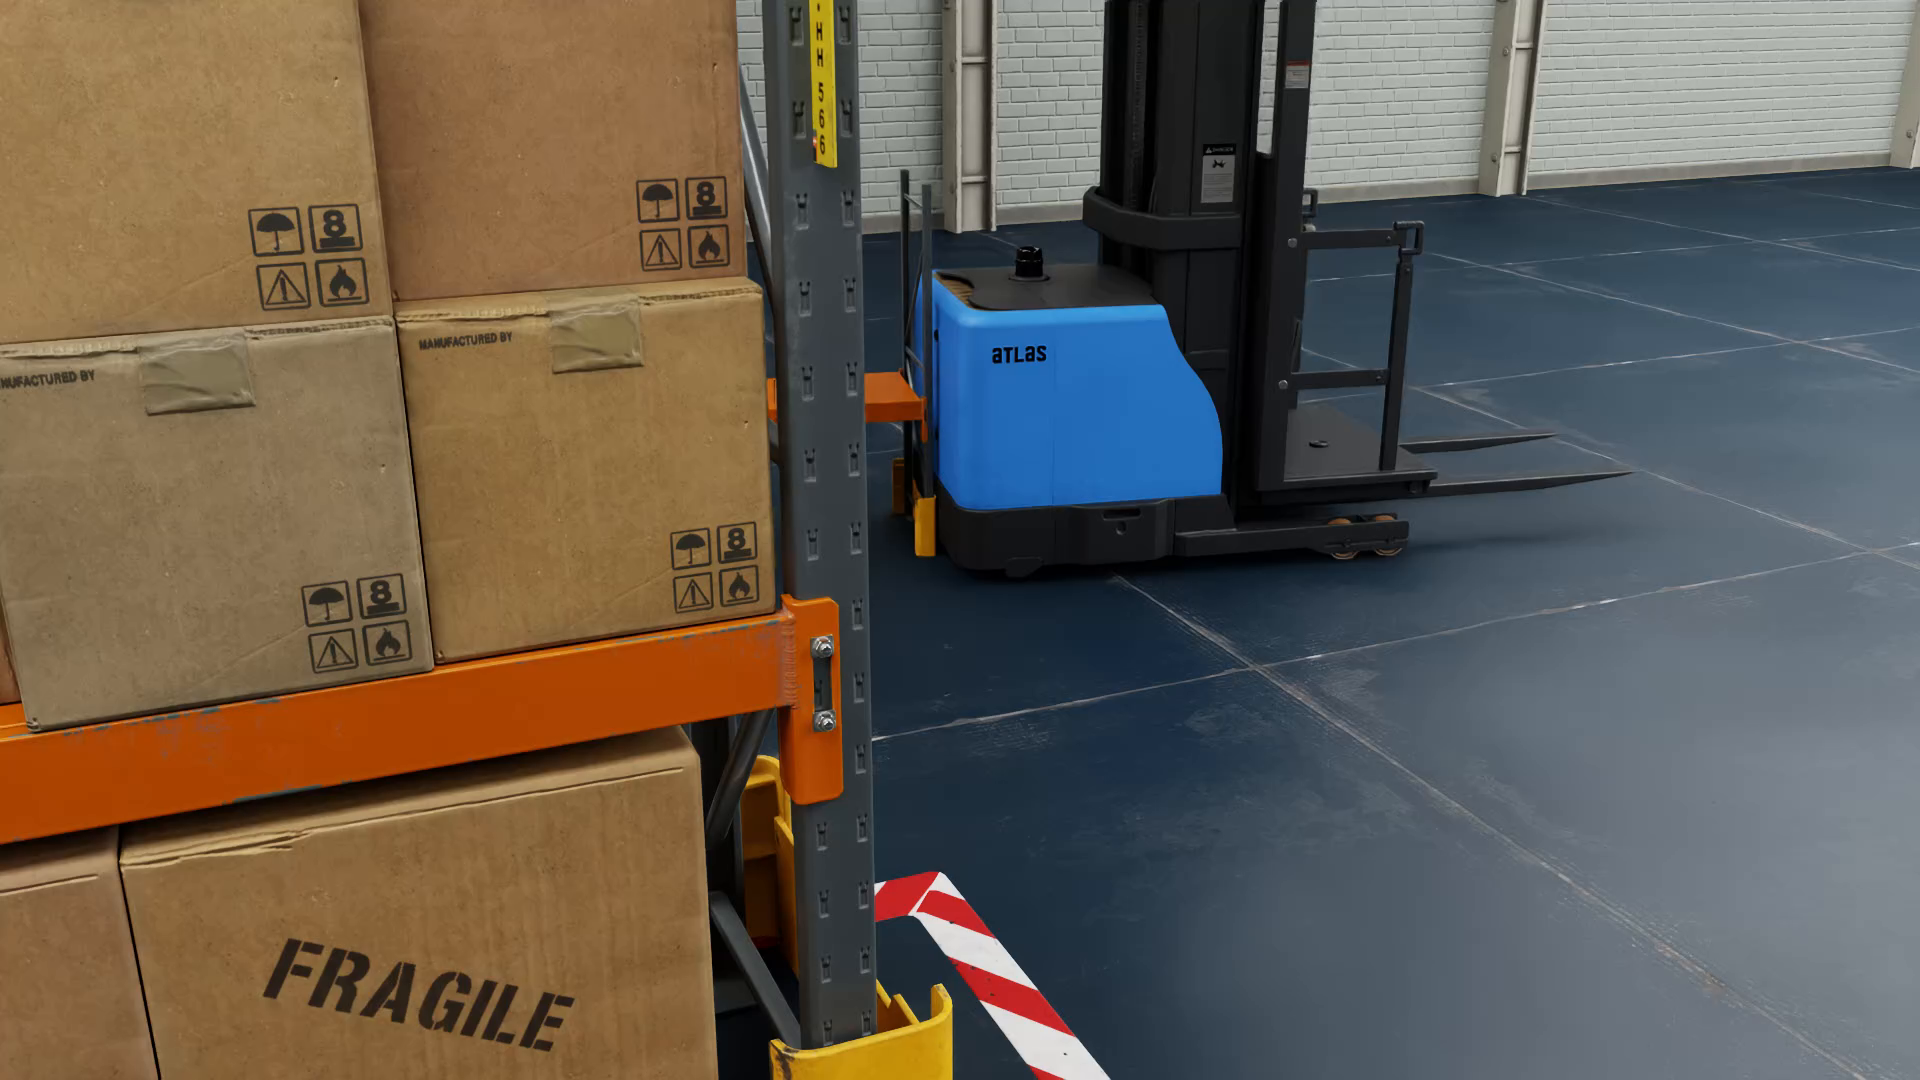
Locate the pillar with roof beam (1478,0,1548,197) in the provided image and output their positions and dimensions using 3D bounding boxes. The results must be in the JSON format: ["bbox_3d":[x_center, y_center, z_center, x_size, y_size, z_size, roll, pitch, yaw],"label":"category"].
[{"bbox_3d":[7.299,-6.513,11.969,0.400,9.000,9.100,-8,21,-22],"label":"pillar with roof beam"}]

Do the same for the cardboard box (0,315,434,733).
[{"bbox_3d":[-1.224,-0.154,2.716,0.550,0.550,0.875,-8,21,-22],"label":"cardboard box"}]

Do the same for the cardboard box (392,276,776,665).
[{"bbox_3d":[-0.728,-0.233,2.940,0.550,0.550,0.875,-8,21,-22],"label":"cardboard box"}]

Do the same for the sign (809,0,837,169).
[{"bbox_3d":[-0.203,-0.715,2.436,0.005,0.325,0.100,-8,21,-22],"label":"sign"}]

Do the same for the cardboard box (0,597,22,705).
[{"bbox_3d":[-1.788,-0.118,2.616,0.550,0.550,0.875,-8,21,-22],"label":"cardboard box"}]

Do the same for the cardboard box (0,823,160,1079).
[{"bbox_3d":[-1.809,0.805,2.785,0.875,0.875,0.875,-9,21,-23],"label":"cardboard box"}]

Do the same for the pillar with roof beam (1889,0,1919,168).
[{"bbox_3d":[12.809,-7.302,14.211,0.400,9.000,9.100,-8,21,-22],"label":"pillar with roof beam"}]

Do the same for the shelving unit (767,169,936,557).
[{"bbox_3d":[-0.683,-0.698,6.746,1.083,1.500,0.587,-4,20,-12],"label":"shelving unit"}]

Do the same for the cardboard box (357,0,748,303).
[{"bbox_3d":[-0.761,-0.768,2.834,0.550,0.550,0.875,-8,21,-22],"label":"cardboard box"}]

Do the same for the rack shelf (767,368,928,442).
[{"bbox_3d":[-0.674,-0.529,6.808,1.000,0.185,0.538,-4,20,-12],"label":"rack shelf"}]

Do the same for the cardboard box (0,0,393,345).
[{"bbox_3d":[-1.230,-0.667,2.548,0.550,0.550,0.875,-8,21,-22],"label":"cardboard box"}]

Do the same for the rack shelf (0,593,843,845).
[{"bbox_3d":[-2.241,0.378,2.515,4.000,0.370,1.077,-8,21,-22],"label":"rack shelf"}]

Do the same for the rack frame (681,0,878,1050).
[{"bbox_3d":[-0.405,-0.225,3.143,0.127,3.000,1.000,-8,21,-22],"label":"rack frame"}]

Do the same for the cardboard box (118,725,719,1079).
[{"bbox_3d":[-1.001,0.689,3.116,0.875,0.875,0.875,-8,21,-22],"label":"cardboard box"}]

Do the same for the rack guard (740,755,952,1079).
[{"bbox_3d":[-0.383,0.951,3.567,0.348,0.500,1.175,-8,21,-22],"label":"rack guard"}]

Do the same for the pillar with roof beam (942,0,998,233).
[{"bbox_3d":[1.790,-5.723,9.728,0.400,9.000,9.100,-8,21,-22],"label":"pillar with roof beam"}]

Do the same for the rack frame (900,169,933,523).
[{"bbox_3d":[-0.178,-0.735,6.852,0.032,1.500,0.500,-4,20,-12],"label":"rack frame"}]

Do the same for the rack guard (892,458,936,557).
[{"bbox_3d":[-0.197,-0.144,7.055,0.087,0.250,0.587,-4,20,-12],"label":"rack guard"}]

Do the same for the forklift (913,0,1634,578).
[{"bbox_3d":[1.367,-1.468,6.778,3.031,2.935,1.130,-4,20,-12],"label":"forklift"}]
